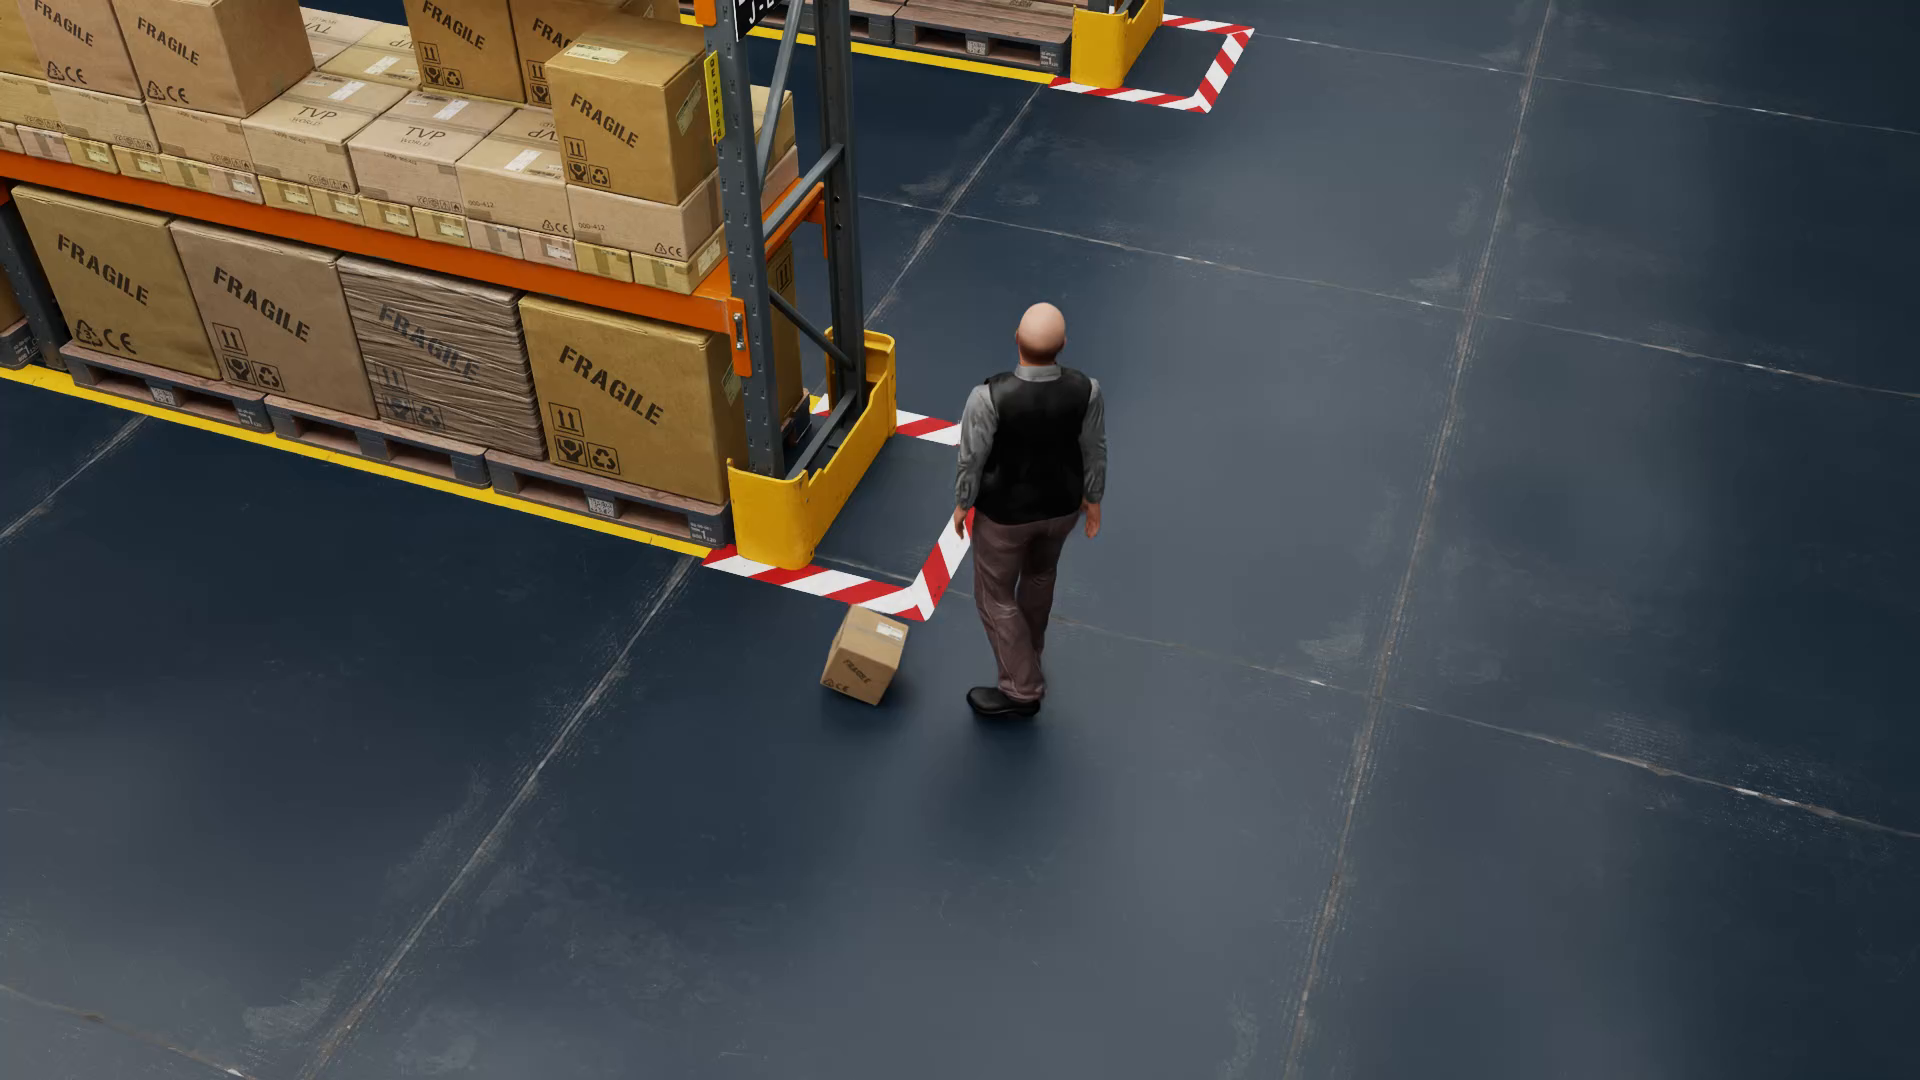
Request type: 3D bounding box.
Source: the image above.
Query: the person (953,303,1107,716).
[{"bbox_3d":[0.273,-0.086,6.280,0.588,1.710,0.582,-11,42,-12],"label":"person"}]
